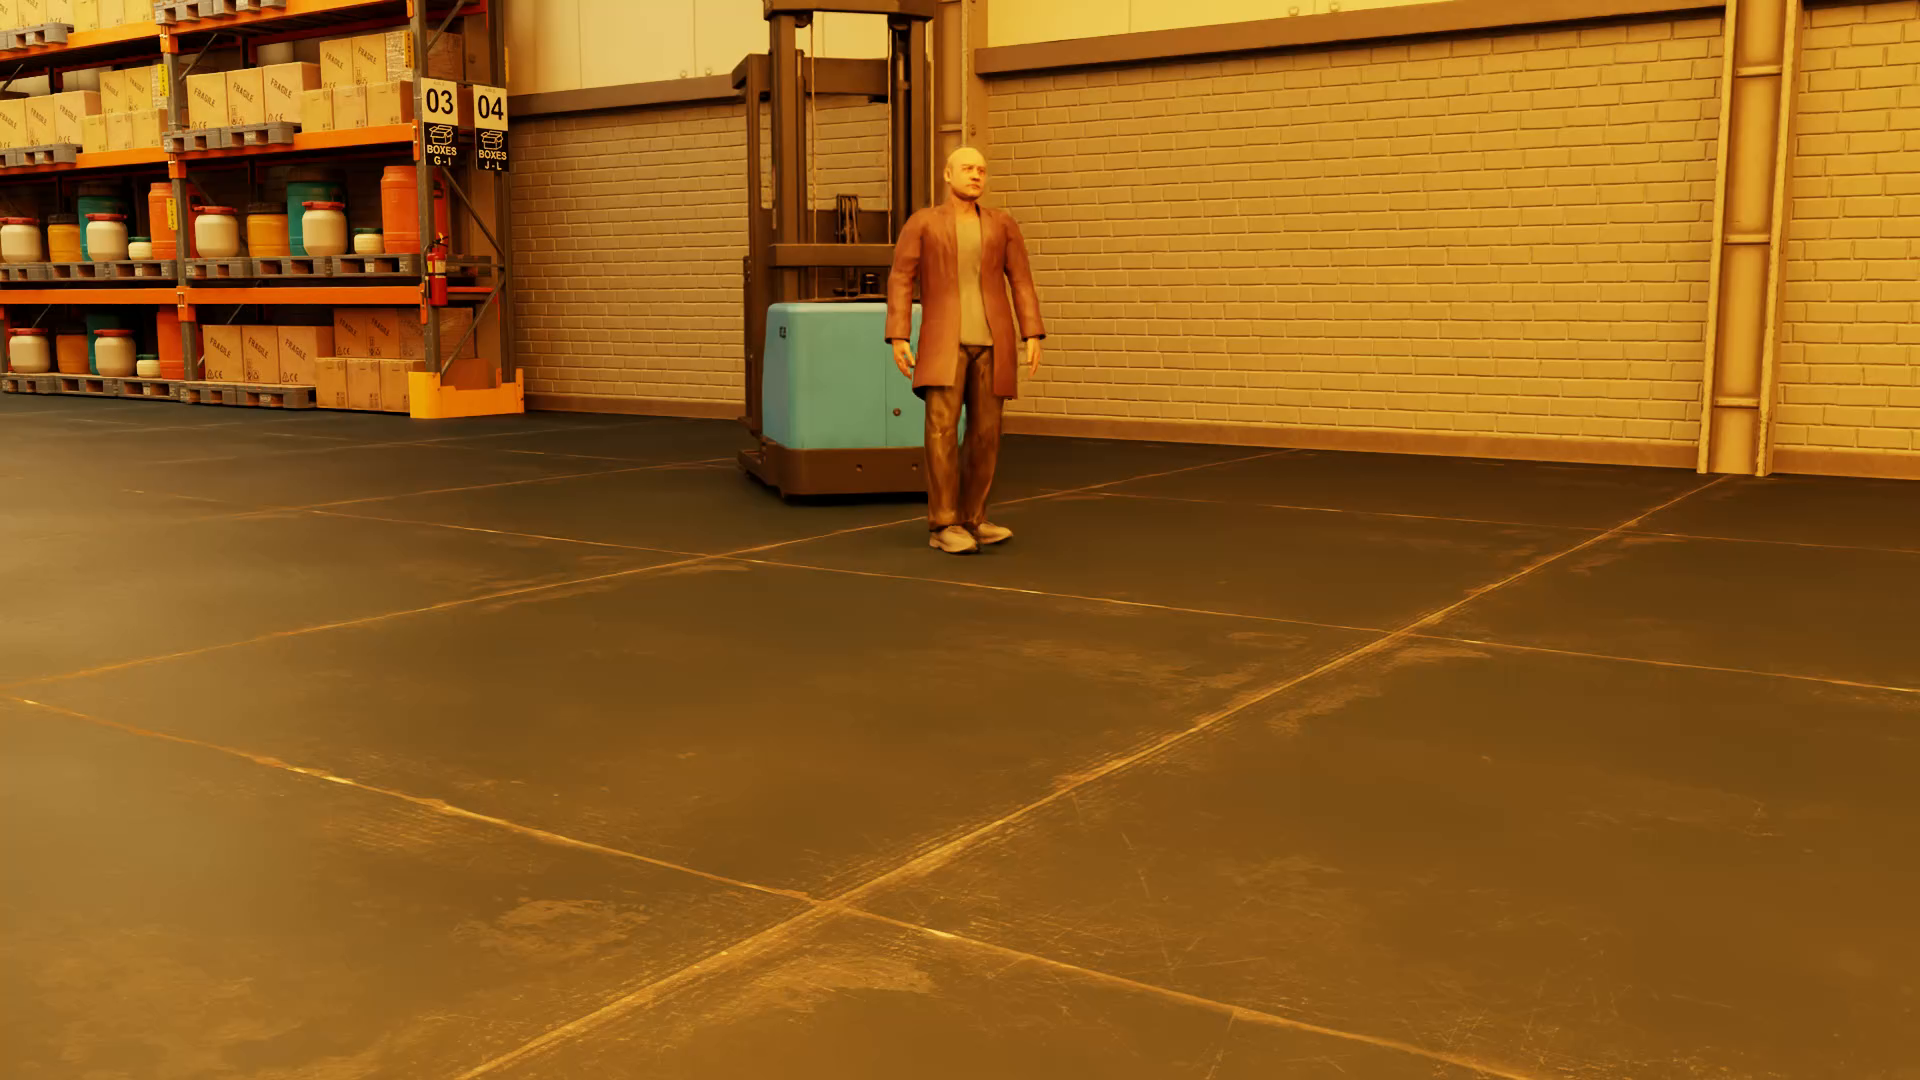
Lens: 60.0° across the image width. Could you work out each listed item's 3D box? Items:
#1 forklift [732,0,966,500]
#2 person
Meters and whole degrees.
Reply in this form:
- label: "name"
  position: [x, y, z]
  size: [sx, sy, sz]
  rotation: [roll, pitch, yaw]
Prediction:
- label: "forklift"
  position: [-0.775, -1.839, 10.126]
  size: [1.130, 2.935, 3.031]
  rotation: [-2, 8, -15]
- label: "person"
  position: [0.048, -0.842, 7.315]
  size: [0.726, 1.768, 0.658]
  rotation: [-2, 8, -12]
